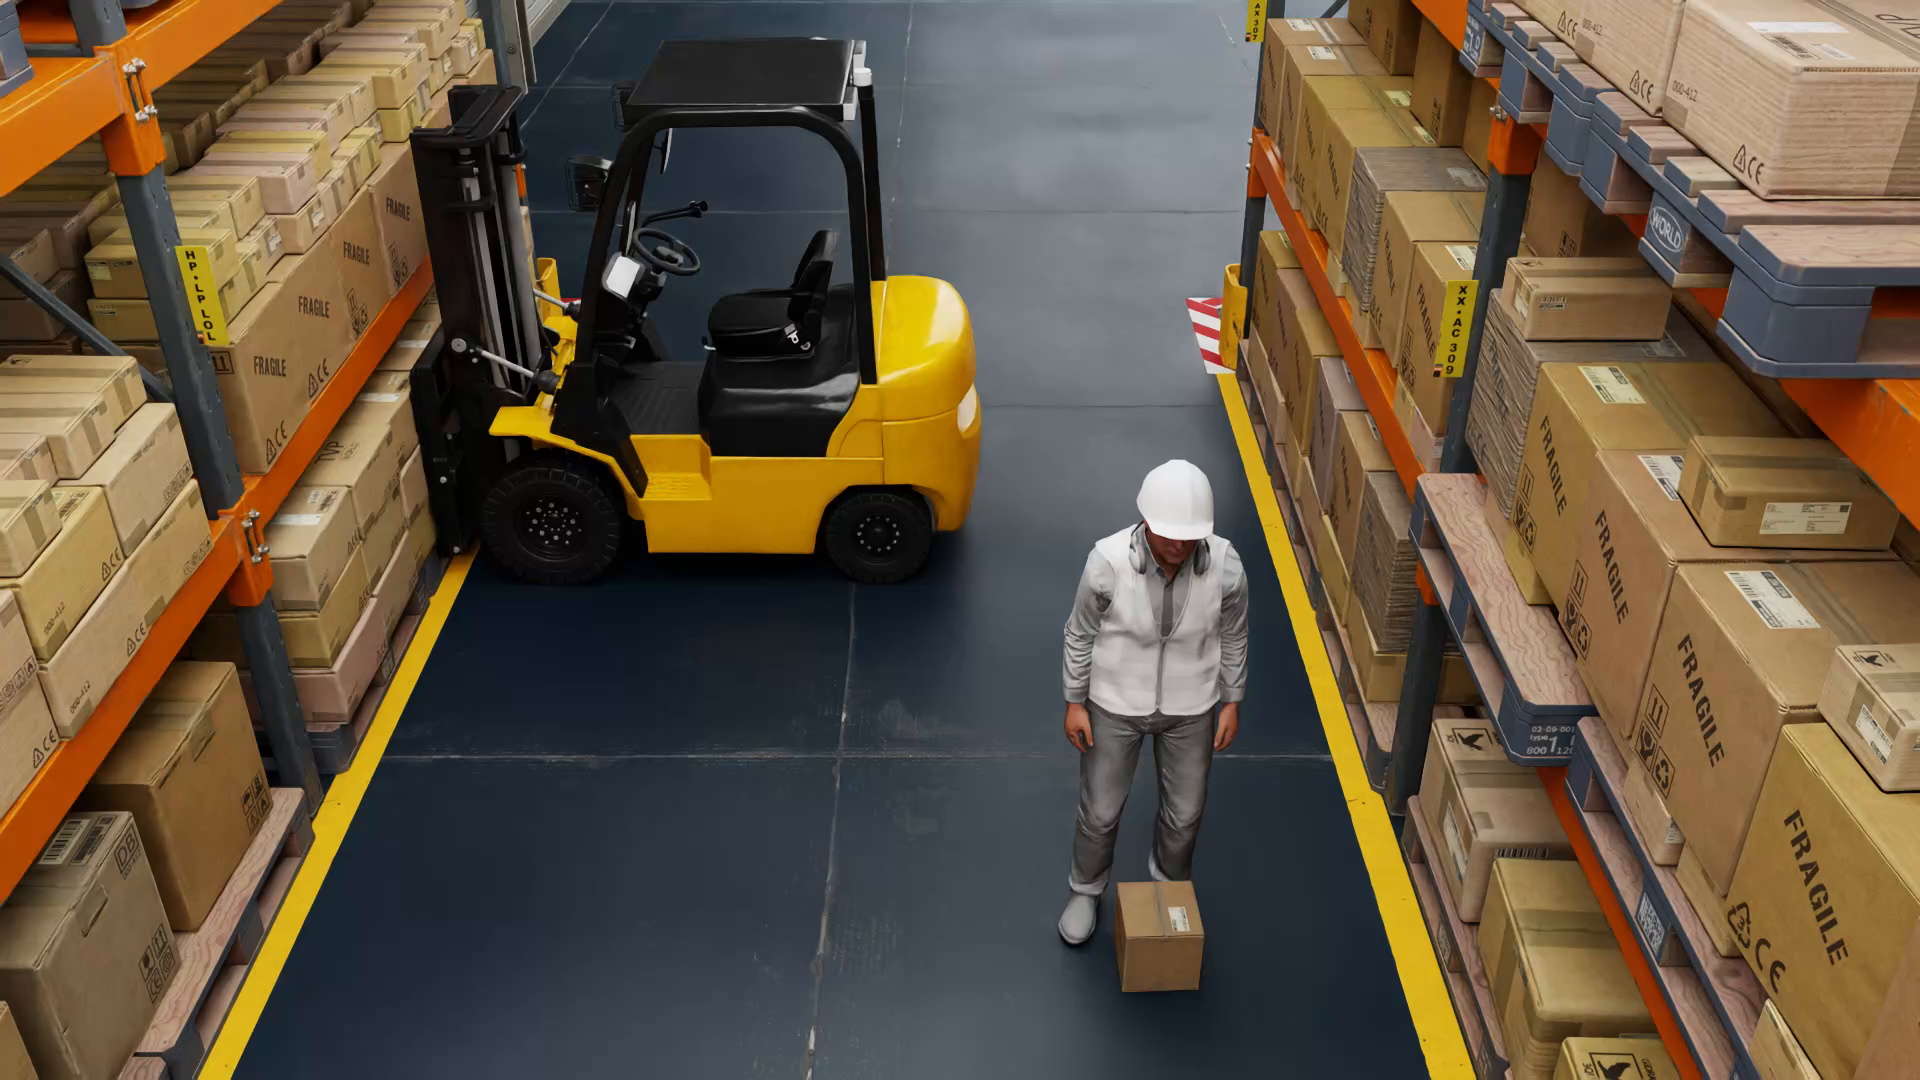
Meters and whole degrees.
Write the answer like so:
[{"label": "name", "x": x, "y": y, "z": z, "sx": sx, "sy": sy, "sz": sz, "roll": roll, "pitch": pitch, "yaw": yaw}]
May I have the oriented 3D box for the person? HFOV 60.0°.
[{"label": "person", "x": 0.610, "y": 0.512, "z": 5.266, "sx": 0.580, "sy": 1.772, "sz": 0.461, "roll": 0, "pitch": 31, "yaw": -1}]
